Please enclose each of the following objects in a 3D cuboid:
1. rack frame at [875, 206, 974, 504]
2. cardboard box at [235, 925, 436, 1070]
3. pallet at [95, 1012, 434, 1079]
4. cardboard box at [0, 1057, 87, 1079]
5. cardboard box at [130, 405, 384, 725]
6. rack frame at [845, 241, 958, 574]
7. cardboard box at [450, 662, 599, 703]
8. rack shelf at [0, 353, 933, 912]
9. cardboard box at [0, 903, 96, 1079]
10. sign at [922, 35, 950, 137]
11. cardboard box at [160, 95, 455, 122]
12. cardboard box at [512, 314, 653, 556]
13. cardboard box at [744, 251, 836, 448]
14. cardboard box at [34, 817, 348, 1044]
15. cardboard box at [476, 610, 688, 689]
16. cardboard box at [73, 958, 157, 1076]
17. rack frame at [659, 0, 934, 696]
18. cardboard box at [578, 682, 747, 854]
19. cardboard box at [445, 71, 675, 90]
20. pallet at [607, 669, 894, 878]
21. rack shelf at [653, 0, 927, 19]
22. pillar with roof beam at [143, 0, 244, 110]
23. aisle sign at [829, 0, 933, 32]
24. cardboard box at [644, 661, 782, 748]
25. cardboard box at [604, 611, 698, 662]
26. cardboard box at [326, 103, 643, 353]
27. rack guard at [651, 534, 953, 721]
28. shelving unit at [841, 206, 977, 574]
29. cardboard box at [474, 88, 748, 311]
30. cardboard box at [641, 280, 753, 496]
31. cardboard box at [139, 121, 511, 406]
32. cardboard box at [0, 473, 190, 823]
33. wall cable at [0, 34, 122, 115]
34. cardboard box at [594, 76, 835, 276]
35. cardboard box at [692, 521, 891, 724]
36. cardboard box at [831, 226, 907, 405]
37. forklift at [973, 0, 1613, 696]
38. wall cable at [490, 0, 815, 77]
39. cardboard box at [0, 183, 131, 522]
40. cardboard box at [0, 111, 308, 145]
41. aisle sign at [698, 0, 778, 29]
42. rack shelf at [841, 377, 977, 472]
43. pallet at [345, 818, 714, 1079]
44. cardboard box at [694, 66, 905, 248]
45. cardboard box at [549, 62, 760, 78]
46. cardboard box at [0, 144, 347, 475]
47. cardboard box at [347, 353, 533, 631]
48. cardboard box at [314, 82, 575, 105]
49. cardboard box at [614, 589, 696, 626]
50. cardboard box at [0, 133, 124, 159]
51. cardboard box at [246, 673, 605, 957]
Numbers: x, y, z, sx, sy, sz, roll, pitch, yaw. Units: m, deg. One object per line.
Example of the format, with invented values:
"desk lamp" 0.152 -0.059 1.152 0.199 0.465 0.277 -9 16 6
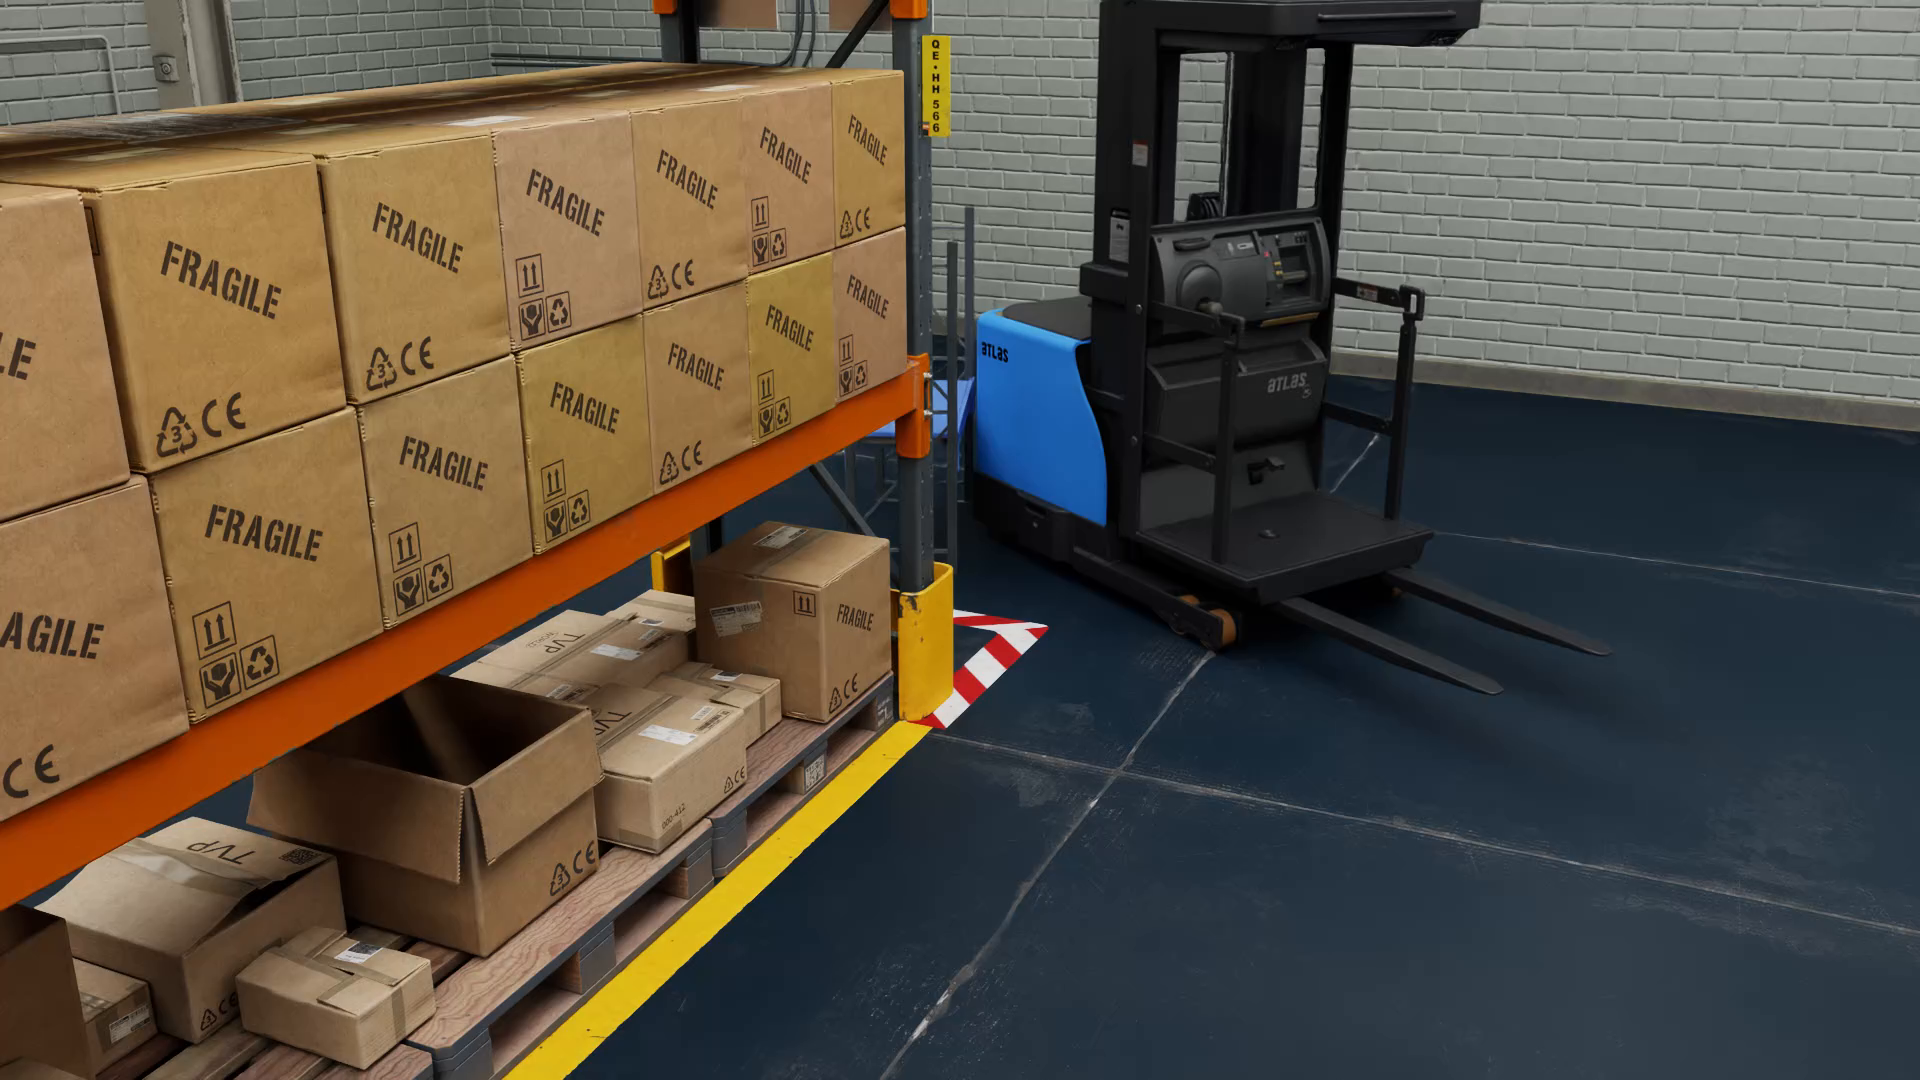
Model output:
"rack frame" -0.183 -0.902 8.268 0.500 1.500 0.032 1 20 4
"cardboard box" -1.500 1.089 4.003 0.380 0.166 0.250 9 21 23
"pallet" -1.933 1.430 3.634 1.003 0.211 1.213 9 21 23
"cardboard box" -1.846 1.286 3.231 0.500 0.311 0.500 9 21 23
"cardboard box" -1.551 0.003 3.335 0.500 0.500 0.500 9 21 24
"rack frame" -0.262 -0.563 7.313 0.500 1.500 0.032 1 20 4
"cardboard box" -1.468 0.624 5.185 0.500 0.250 0.500 9 21 23
"rack shelf" -1.396 0.053 4.417 1.077 0.370 4.000 9 21 23
"cardboard box" -2.240 1.083 3.521 0.500 0.500 0.500 9 21 23
"sign" -0.079 -1.509 5.537 0.100 0.325 0.005 9 21 23
"cardboard box" -1.623 -0.848 4.234 0.500 0.500 0.500 8 21 22
"cardboard box" -1.137 -0.305 4.201 0.500 0.500 0.500 8 21 22
"cardboard box" -0.721 -0.611 5.061 0.500 0.500 0.500 9 21 23
"cardboard box" -1.933 0.943 4.198 0.500 0.311 0.500 9 21 23
"cardboard box" -1.263 0.471 5.615 0.500 0.250 0.500 9 21 23
"cardboard box" -2.141 1.125 3.926 0.380 0.149 0.250 9 21 23
"rack frame" -0.577 -0.897 6.015 1.000 3.000 0.127 9 21 23
"cardboard box" -0.991 0.677 5.035 0.500 0.250 0.500 9 21 23
"cardboard box" -1.206 -1.155 5.099 0.500 0.500 0.500 9 21 23
"pallet" -0.934 0.684 5.732 1.003 0.211 1.213 9 21 23
"rack shelf" -1.396 -1.360 3.914 1.077 0.370 4.000 9 21 23
"pillar with roof beam" -0.854 -4.756 7.912 9.100 9.000 0.400 9 21 23
"aisle sign" -0.269 -2.101 5.520 0.394 0.787 0.004 9 21 23
"cardboard box" -0.823 0.542 5.541 0.380 0.166 0.250 9 21 23
"cardboard box" -1.164 0.388 5.974 0.380 0.166 0.250 9 21 23
"cardboard box" -1.133 -0.771 4.019 0.500 0.500 0.500 9 22 24
"rack guard" -0.608 0.304 6.369 1.175 0.500 0.348 9 21 23
"shelving unit" -0.222 -0.733 7.791 0.538 1.500 1.048 1 20 4
"cardboard box" -0.922 -0.928 4.460 0.500 0.500 0.500 9 22 24
"cardboard box" -0.930 -0.459 4.635 0.500 0.500 0.500 9 21 23
"cardboard box" -1.343 -0.613 3.575 0.500 0.500 0.500 8 21 21
"cardboard box" -1.757 0.160 2.893 0.500 0.500 0.500 9 22 24
"wall cable" -5.436 -2.576 9.219 0.084 1.984 1.851 9 21 23
"cardboard box" -0.714 -1.087 4.908 0.500 0.500 0.500 9 22 24
"cardboard box" -0.575 0.273 5.798 0.500 0.500 0.500 9 21 23
"cardboard box" -0.512 -0.770 5.509 0.500 0.500 0.500 9 22 24
"forklift" 1.298 -1.117 6.736 1.130 2.935 3.031 -13 23 -31
"wall cable" -2.455 -4.619 12.162 3.097 2.526 0.112 9 21 23
"cardboard box" -1.765 -0.298 2.689 0.500 0.500 0.500 9 22 24
"cardboard box" -1.830 -0.694 3.802 0.500 0.500 0.500 9 21 23
"aisle sign" -0.817 -2.183 5.752 0.394 0.787 0.004 9 21 23
"rack shelf" -0.222 -0.563 7.851 0.538 0.185 1.000 1 20 4
"pallet" -1.434 1.055 4.687 1.003 0.211 1.213 9 21 23
"cardboard box" -0.508 -1.242 5.342 0.500 0.500 0.500 8 21 22
"cardboard box" -0.999 -1.316 5.551 0.500 0.500 0.500 9 22 24
"cardboard box" -1.554 -0.456 3.133 0.500 0.500 0.500 8 21 21
"cardboard box" -1.344 -0.150 3.764 0.500 0.500 0.500 8 21 22
"cardboard box" -1.416 -1.003 4.671 0.500 0.500 0.500 9 21 23
"cardboard box" -1.062 0.319 6.192 0.380 0.149 0.250 9 21 23
"cardboard box" -2.037 -0.540 3.369 0.500 0.500 0.500 8 21 22
"cardboard box" -1.450 0.719 4.539 0.797 0.503 0.637 9 21 23
